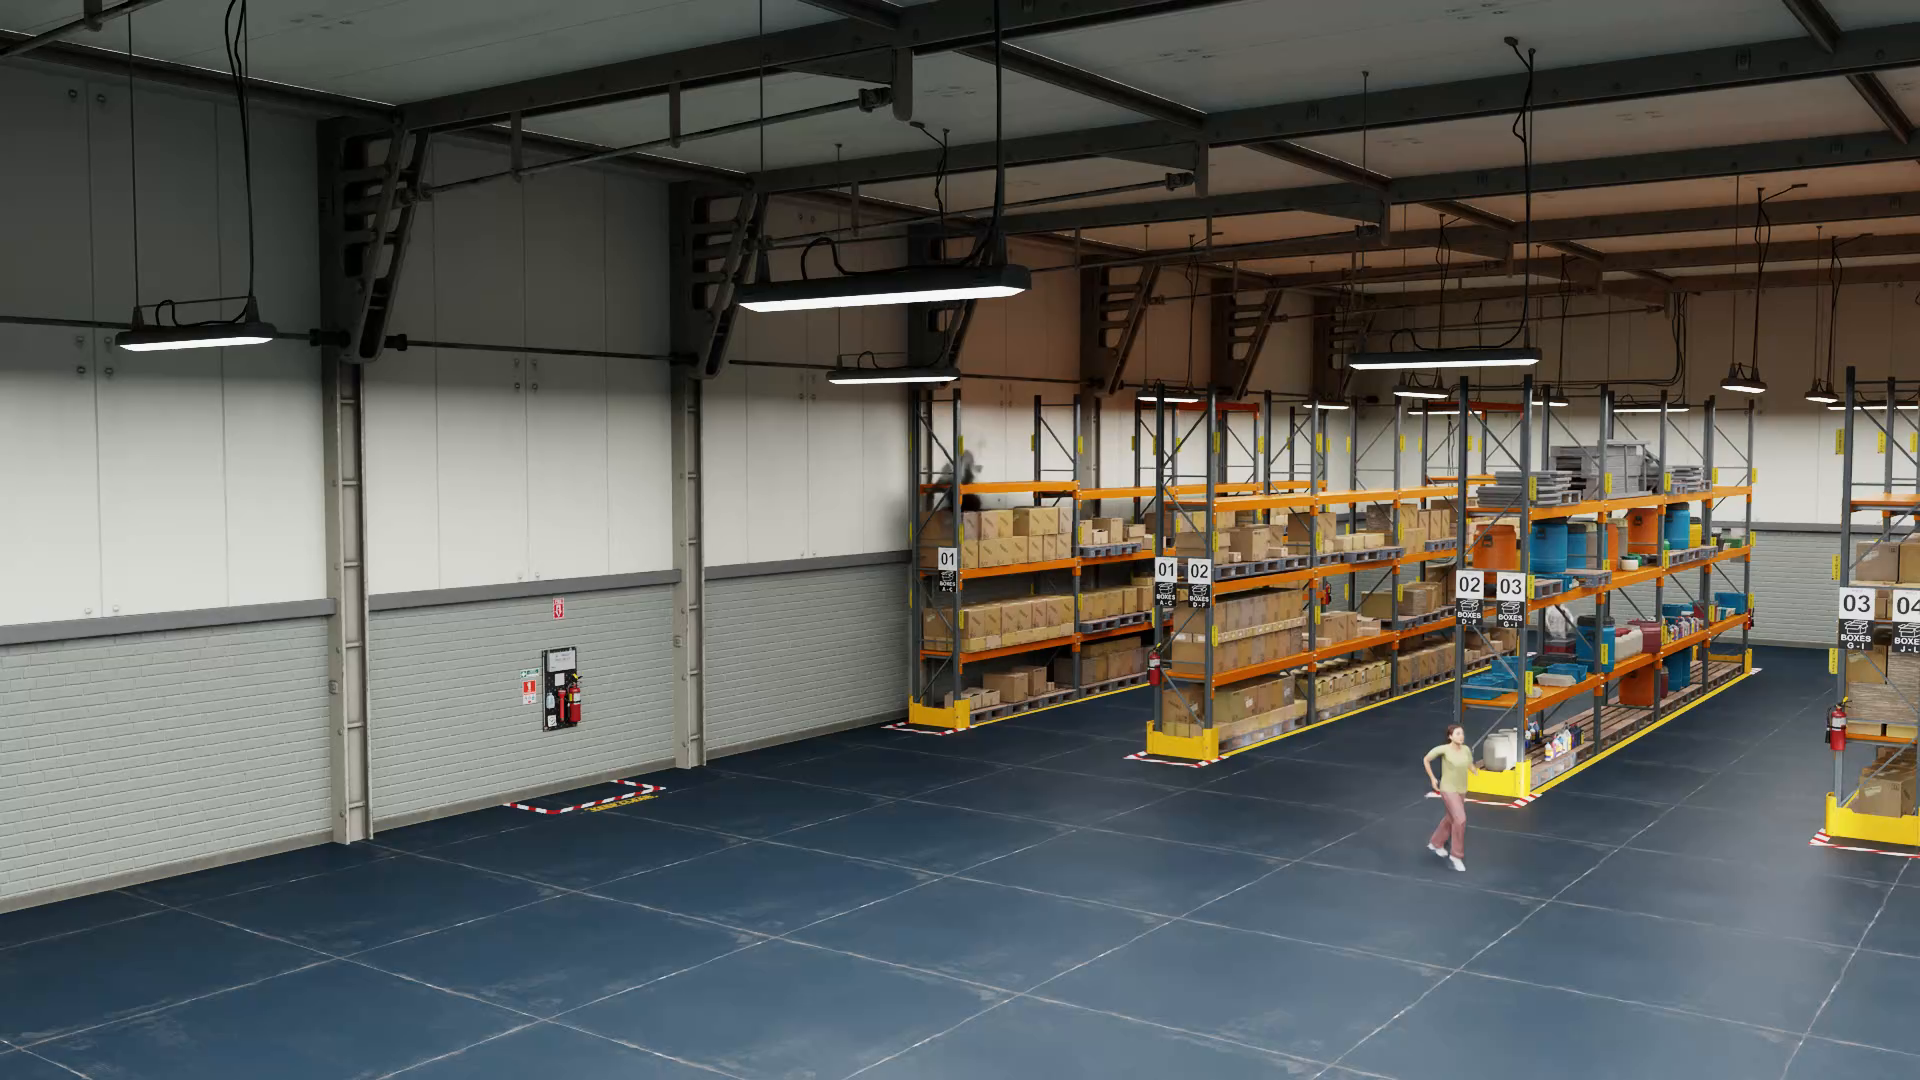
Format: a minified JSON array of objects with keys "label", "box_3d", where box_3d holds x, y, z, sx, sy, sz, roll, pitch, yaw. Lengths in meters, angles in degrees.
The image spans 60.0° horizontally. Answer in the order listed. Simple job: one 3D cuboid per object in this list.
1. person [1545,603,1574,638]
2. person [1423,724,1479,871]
[{"label":"person","box_3d":[13.259,2.062,36.890,0.637,1.706,0.902,1,4,23]},{"label":"person","box_3d":[5.884,3.042,19.883,0.562,1.725,0.744,-2,4,-28]}]
